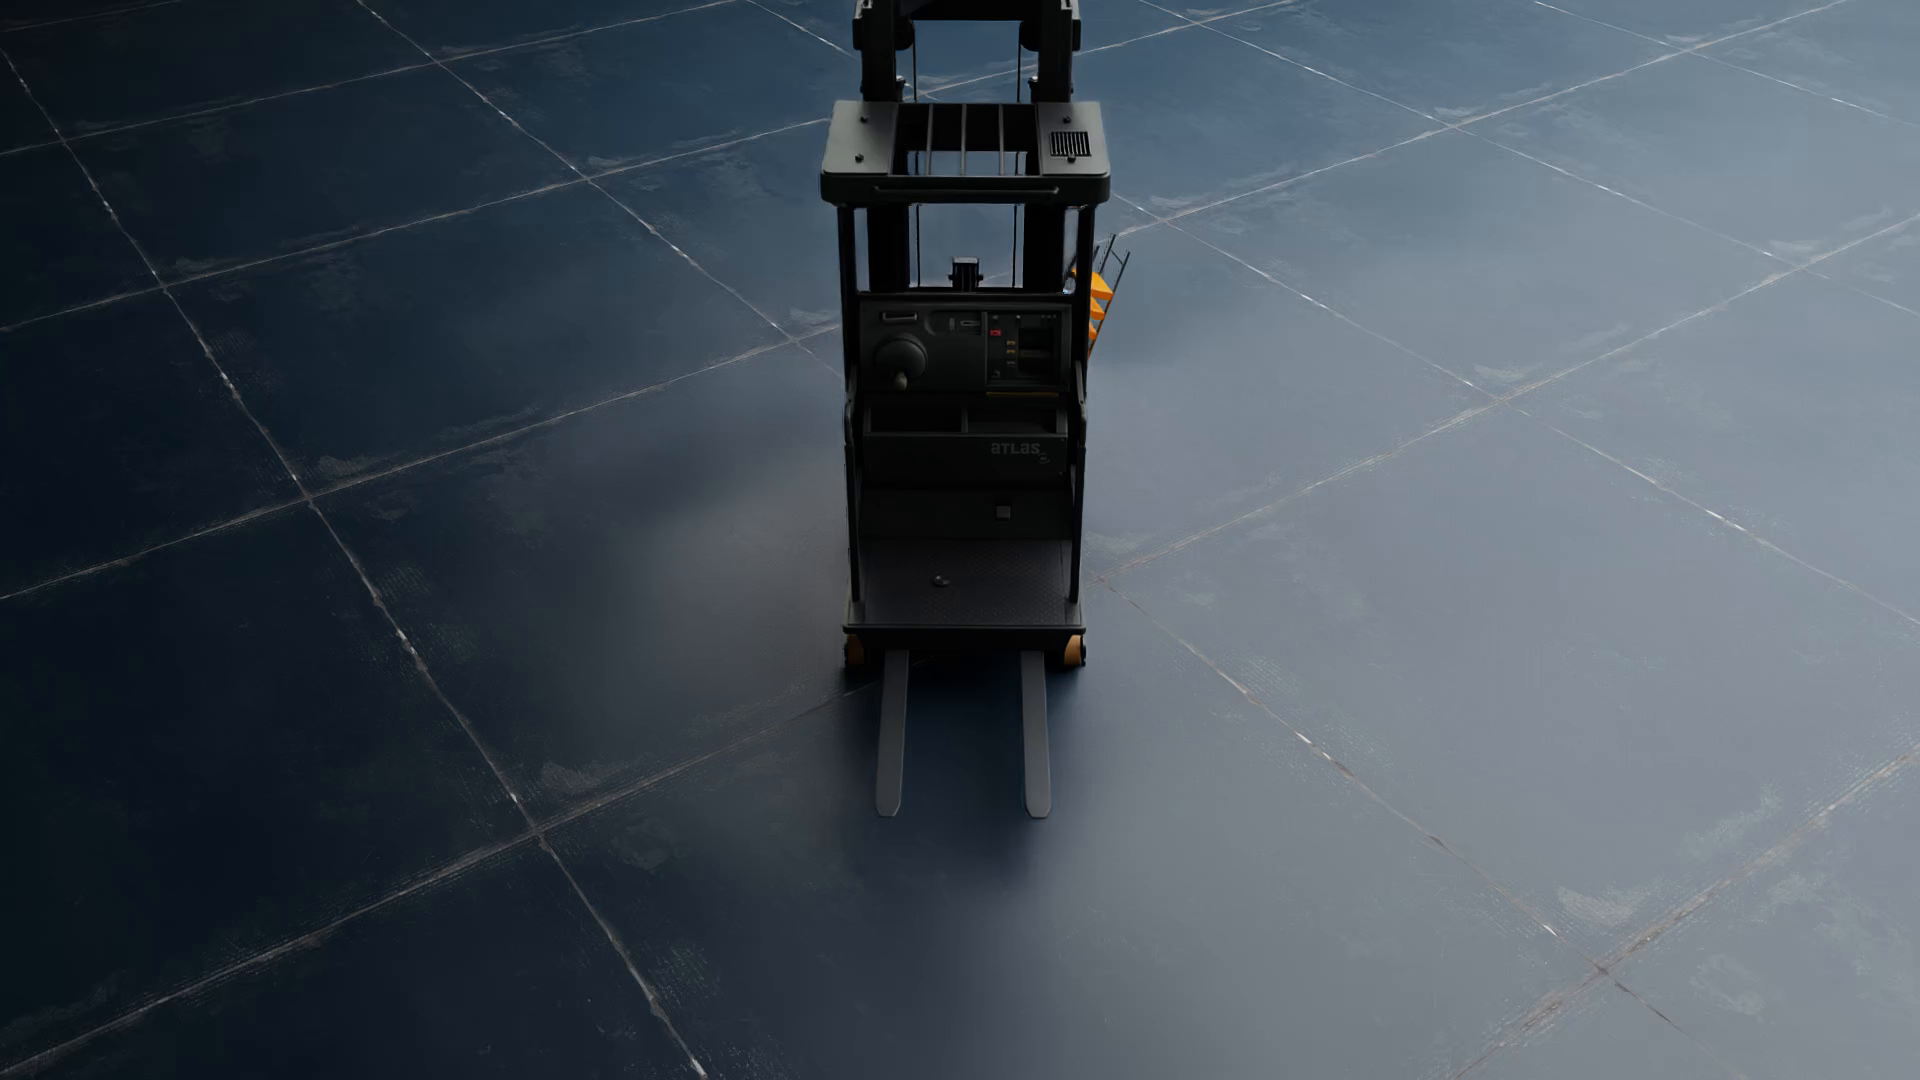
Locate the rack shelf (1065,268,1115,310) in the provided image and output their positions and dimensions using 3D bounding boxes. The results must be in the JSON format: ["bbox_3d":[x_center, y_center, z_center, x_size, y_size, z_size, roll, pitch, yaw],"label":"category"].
[{"bbox_3d":[0.688,-1.349,8.898,0.180,0.103,0.258,7,32,-23],"label":"rack shelf"}]

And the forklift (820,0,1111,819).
[{"bbox_3d":[0.024,-0.785,7.144,1.130,2.935,3.031,0,36,0],"label":"forklift"}]

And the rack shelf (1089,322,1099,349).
[{"bbox_3d":[0.614,-1.152,9.014,0.180,0.103,0.258,7,32,-23],"label":"rack shelf"}]

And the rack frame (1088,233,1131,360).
[{"bbox_3d":[0.675,-1.080,9.086,0.006,1.200,0.240,7,32,-23],"label":"rack frame"}]

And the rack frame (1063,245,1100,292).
[{"bbox_3d":[0.508,-1.100,9.014,0.006,1.200,0.240,7,32,-23],"label":"rack frame"}]

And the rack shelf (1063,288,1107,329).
[{"bbox_3d":[0.651,-1.250,8.956,0.180,0.103,0.258,7,32,-23],"label":"rack shelf"}]

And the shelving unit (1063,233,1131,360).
[{"bbox_3d":[0.591,-1.090,9.050,0.189,1.200,0.258,7,32,-23],"label":"shelving unit"}]

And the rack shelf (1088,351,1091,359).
[{"bbox_3d":[0.578,-1.053,9.072,0.180,0.103,0.258,7,32,-23],"label":"rack shelf"}]
